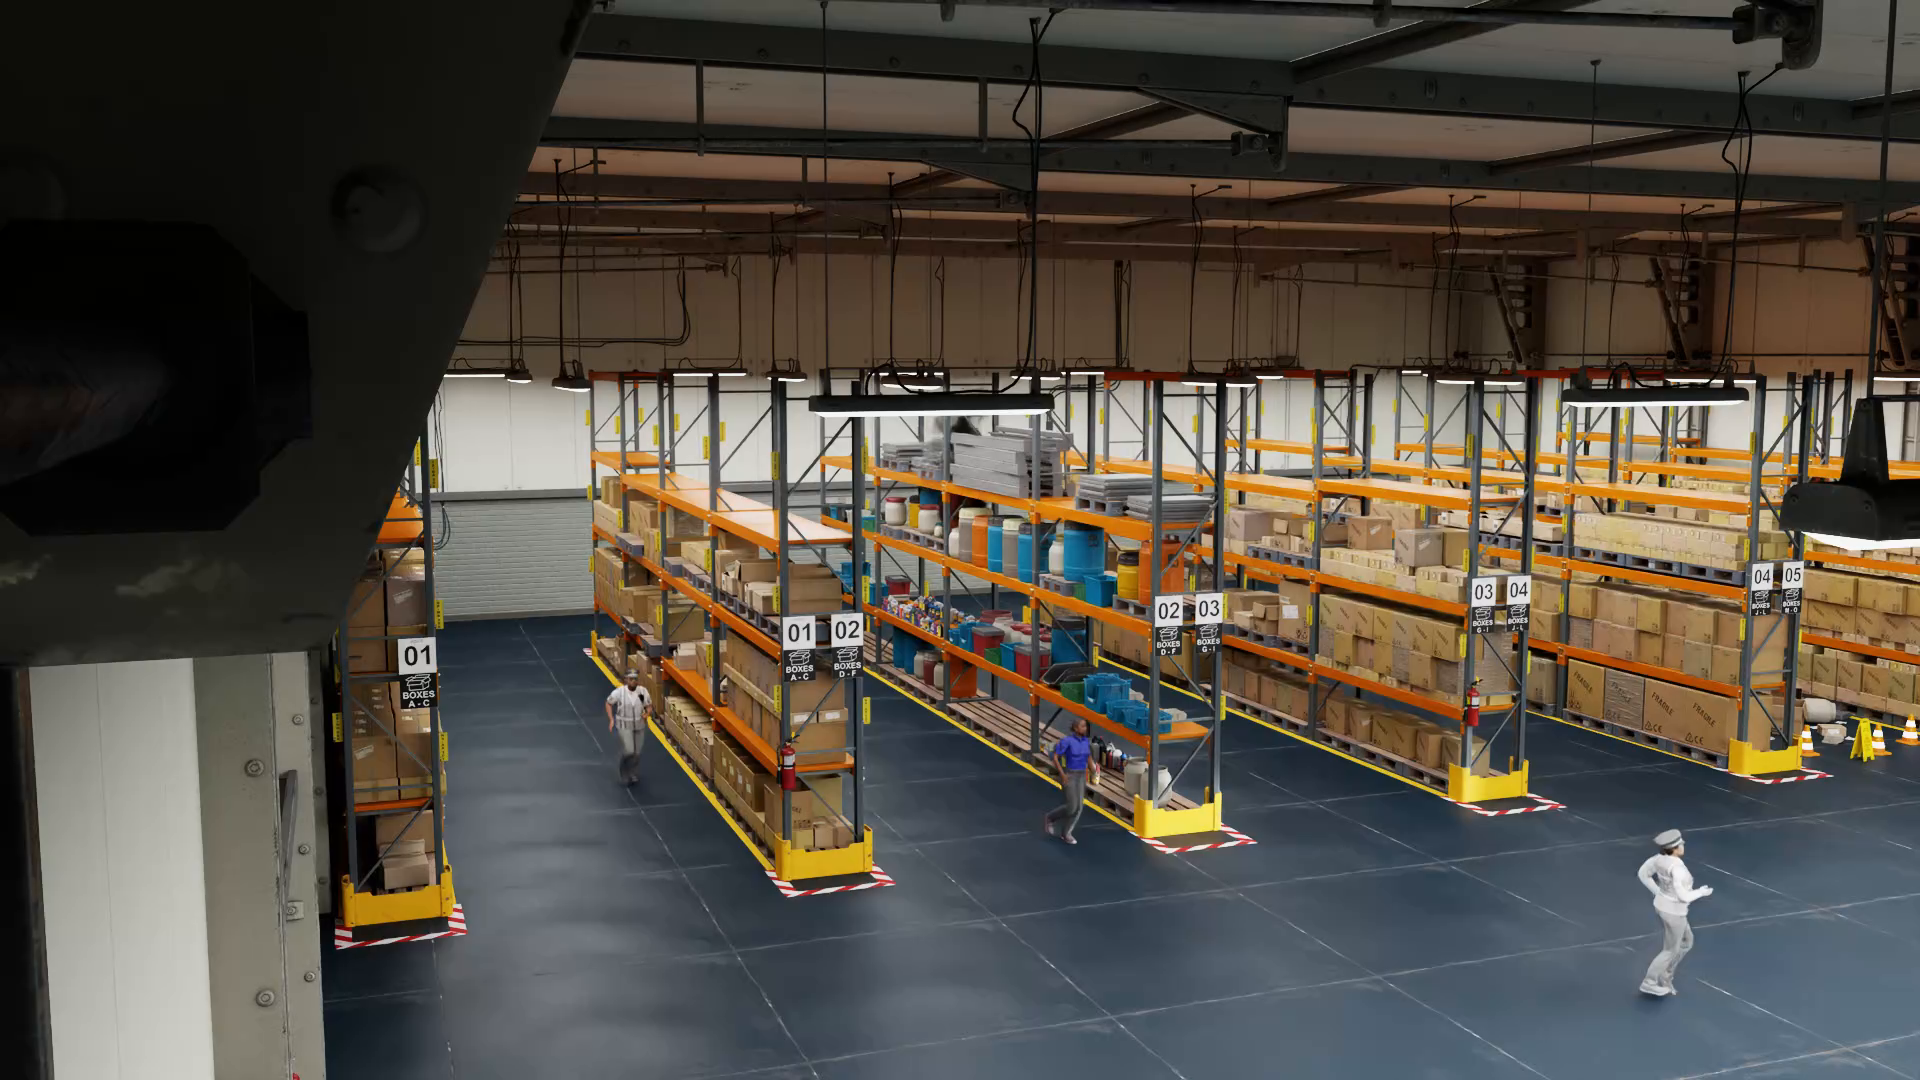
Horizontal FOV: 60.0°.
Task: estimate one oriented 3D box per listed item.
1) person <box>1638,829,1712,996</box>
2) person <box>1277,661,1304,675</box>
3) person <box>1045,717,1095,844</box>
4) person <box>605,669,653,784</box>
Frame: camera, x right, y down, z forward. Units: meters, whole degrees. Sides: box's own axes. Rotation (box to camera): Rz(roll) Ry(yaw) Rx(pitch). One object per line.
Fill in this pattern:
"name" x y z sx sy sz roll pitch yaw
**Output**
"person" 7.031 3.677 16.360 0.638 1.712 0.594 0 6 2
"person" 6.481 1.881 32.229 0.711 1.743 0.756 -4 7 -29
"person" 1.476 3.116 21.759 0.631 1.606 0.538 -5 8 -39
"person" -4.813 2.739 24.386 0.637 1.738 0.741 -3 7 -28
